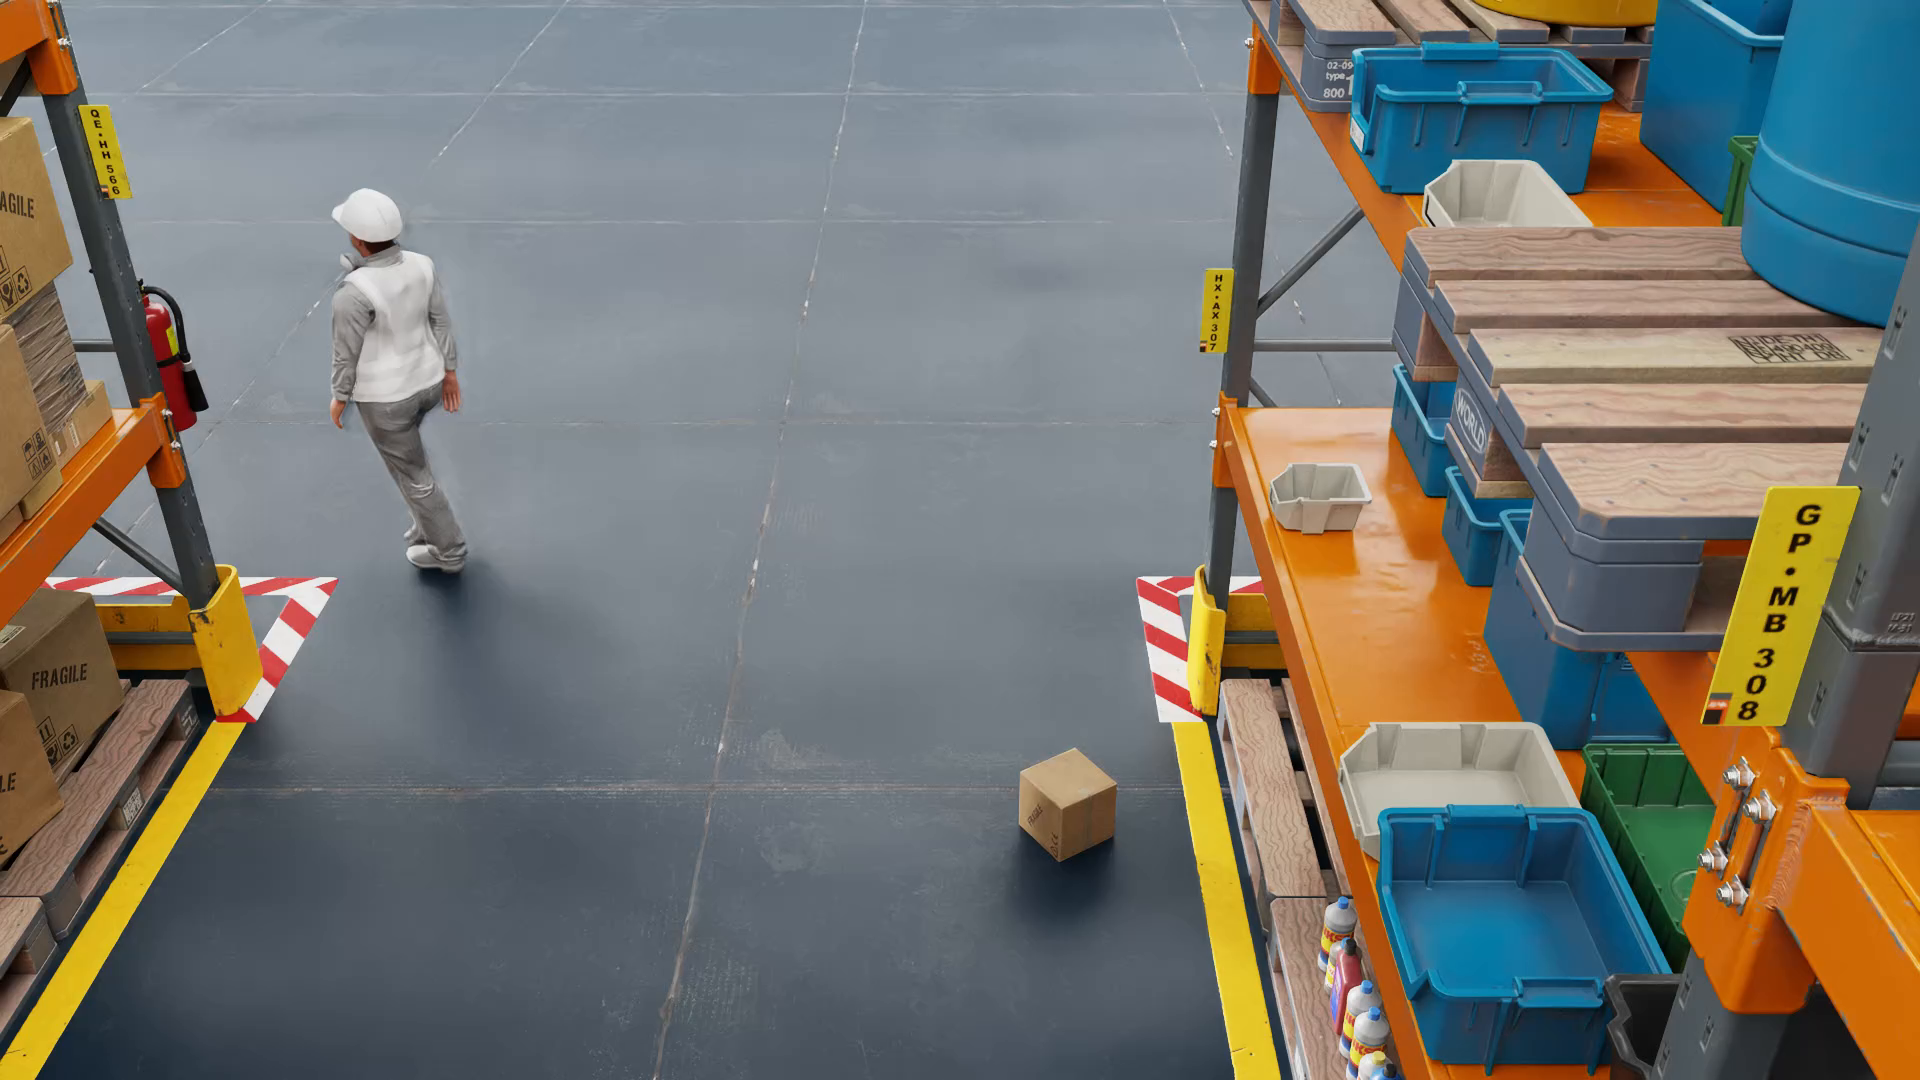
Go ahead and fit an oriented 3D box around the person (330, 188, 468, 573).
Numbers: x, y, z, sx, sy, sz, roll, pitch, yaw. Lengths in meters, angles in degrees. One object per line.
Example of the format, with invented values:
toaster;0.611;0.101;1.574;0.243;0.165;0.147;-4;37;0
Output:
person;-2.456;-0.652;7.177;0.529;1.808;0.542;14;34;22
